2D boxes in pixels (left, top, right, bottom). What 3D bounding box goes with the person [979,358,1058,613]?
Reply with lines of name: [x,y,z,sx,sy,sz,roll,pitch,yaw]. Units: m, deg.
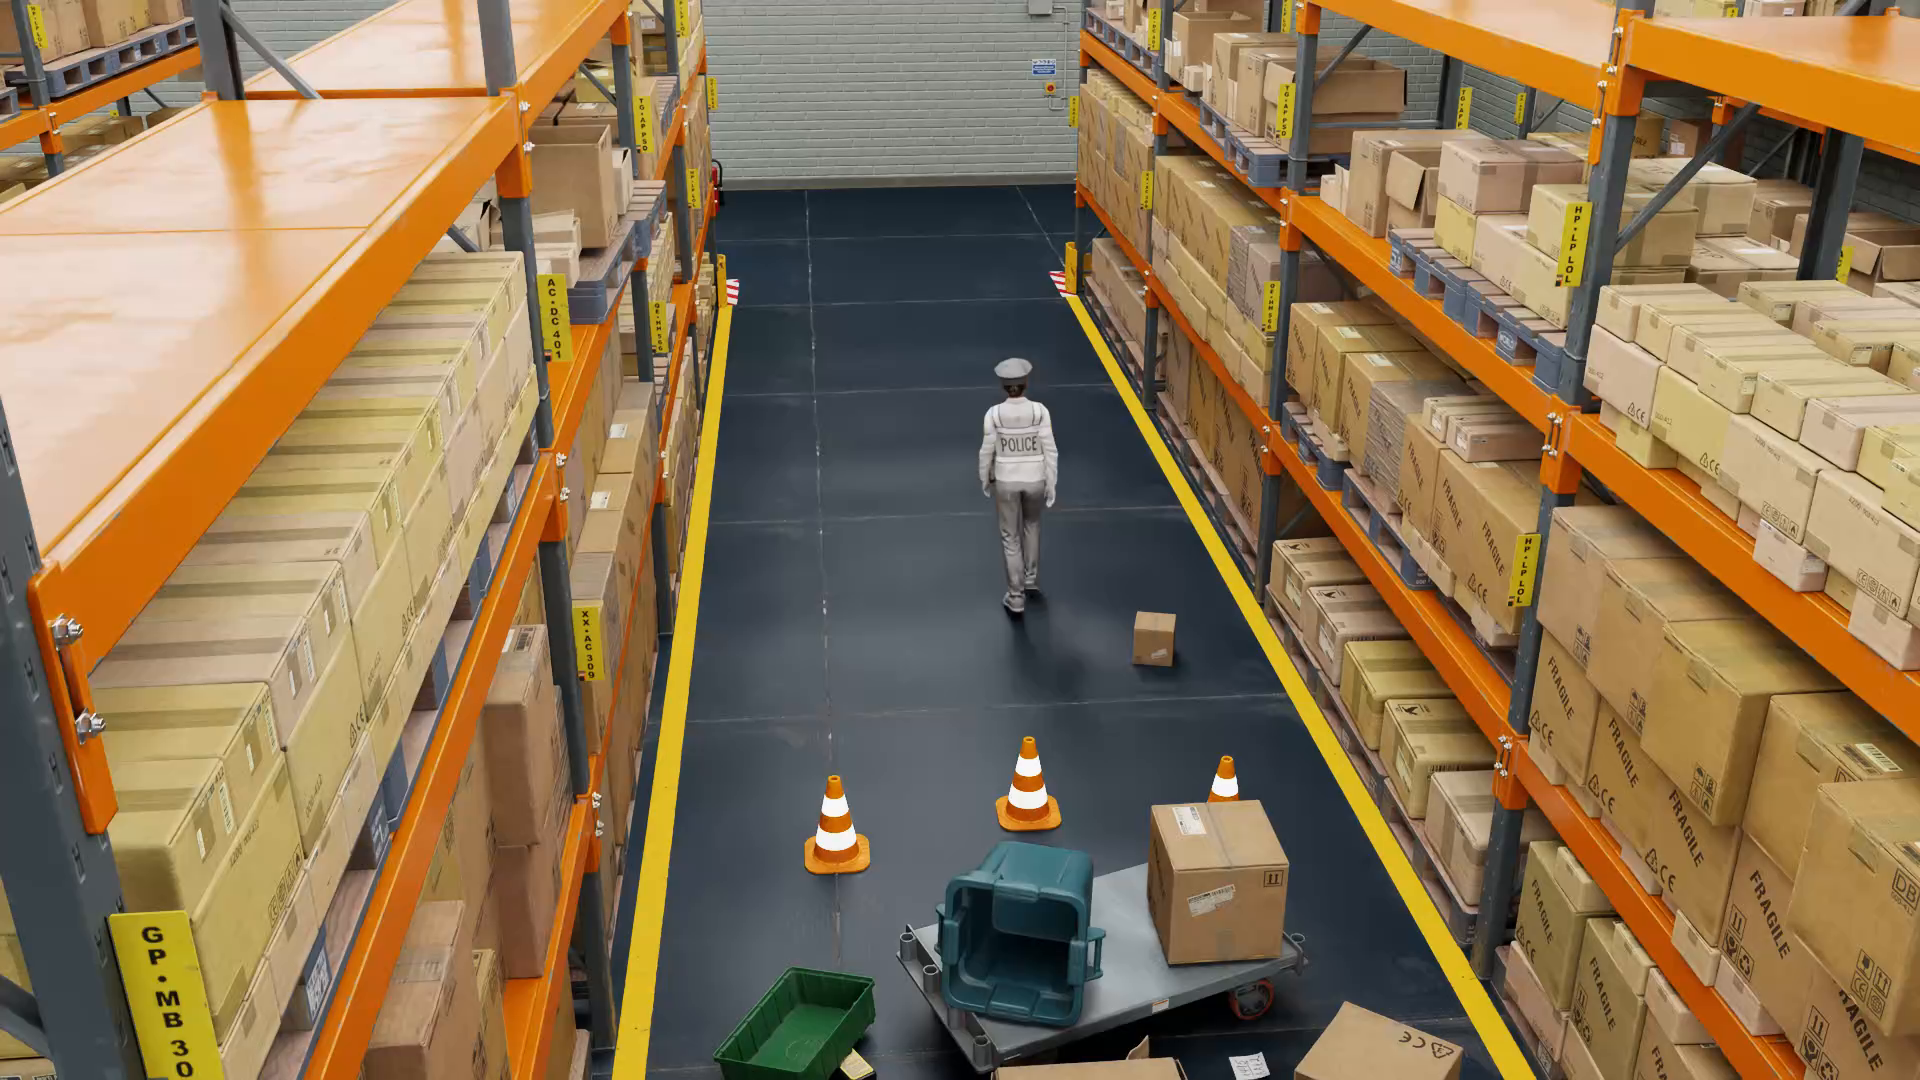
person: [0.391,-0.320,11.066,0.507,1.731,0.581,-3,24,-8]
